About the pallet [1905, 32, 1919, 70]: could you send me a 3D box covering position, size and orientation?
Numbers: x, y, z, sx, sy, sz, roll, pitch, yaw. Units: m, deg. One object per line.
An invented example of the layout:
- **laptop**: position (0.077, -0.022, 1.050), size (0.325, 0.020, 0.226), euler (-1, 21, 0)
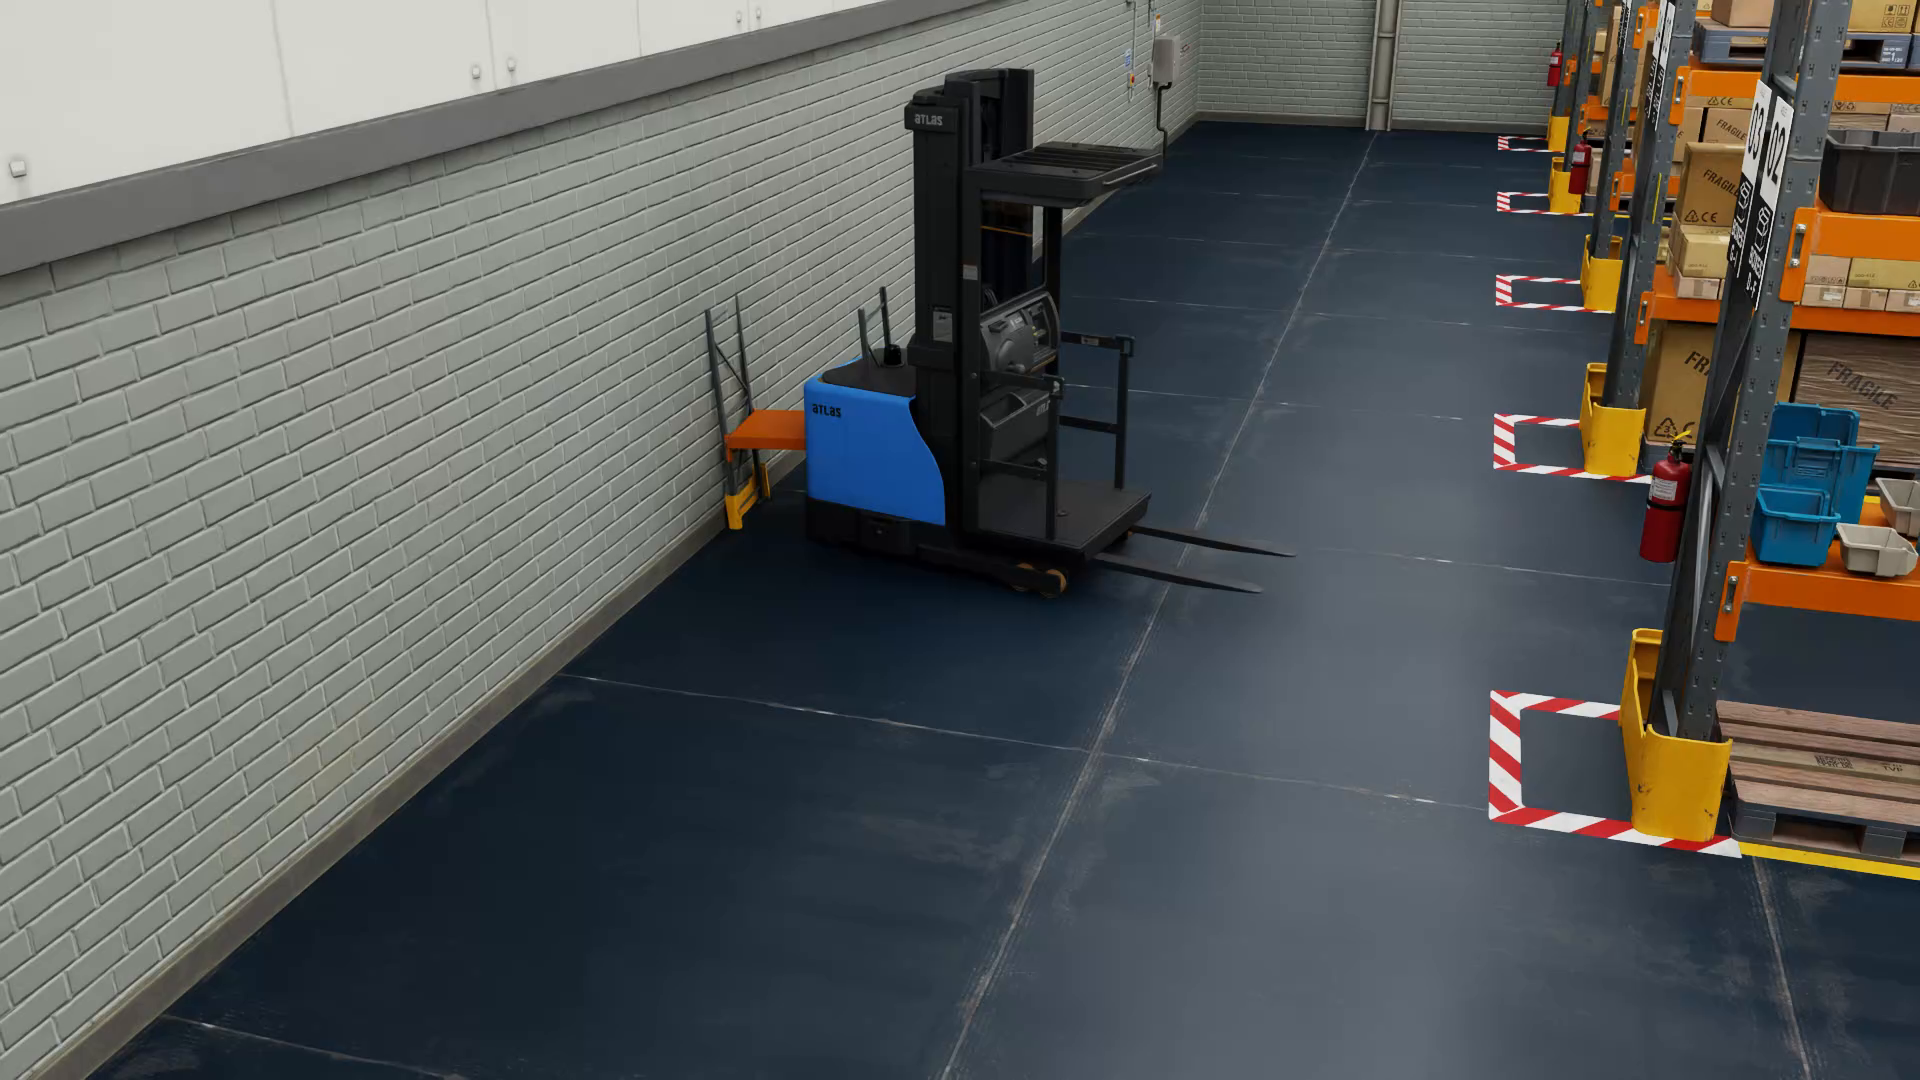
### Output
- **pallet**: position (6.726, -3.192, 10.765), size (1.213, 0.211, 1.003), euler (7, 23, 15)

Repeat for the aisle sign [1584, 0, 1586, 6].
- **aisle sign**: position (7.724, -6.980, 20.409), size (0.004, 0.787, 0.394), euler (7, 23, 16)

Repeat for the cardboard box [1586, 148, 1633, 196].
- **cardboard box**: position (8.364, -4.630, 20.927), size (0.875, 0.438, 0.875), euler (6, 23, 14)

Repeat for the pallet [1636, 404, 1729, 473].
- **pallet**: position (5.629, -0.707, 12.215), size (1.213, 0.211, 1.003), euler (7, 23, 16)

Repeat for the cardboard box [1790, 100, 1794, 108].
- **cardboard box**: position (7.700, -4.230, 15.288), size (0.500, 0.500, 0.500), euler (6, 23, 14)

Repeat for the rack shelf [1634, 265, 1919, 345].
- **rack shelf**: position (6.755, -1.504, 11.433), size (4.000, 0.370, 1.077), euler (7, 23, 16)

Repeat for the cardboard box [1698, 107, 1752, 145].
- **cardboard box**: position (7.240, -3.832, 15.636), size (0.500, 0.500, 0.500), euler (7, 23, 16)

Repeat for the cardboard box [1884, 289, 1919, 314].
- **cardboard box**: position (6.317, -1.641, 11.150), size (0.250, 0.149, 0.380), euler (6, 23, 15)

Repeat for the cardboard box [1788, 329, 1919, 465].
- **cardboard box**: position (6.348, -1.127, 11.811), size (0.875, 0.875, 0.875), euler (7, 23, 16)

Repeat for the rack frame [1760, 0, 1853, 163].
- **rack frame**: position (3.410, -3.032, 6.305), size (0.127, 3.000, 1.000), euler (7, 23, 16)

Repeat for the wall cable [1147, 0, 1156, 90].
- **wall cable**: position (2.697, -7.253, 23.161), size (0.122, 1.984, 0.588), euler (7, 23, 16)

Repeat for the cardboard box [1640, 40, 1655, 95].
- **cardboard box**: position (6.880, -4.534, 16.030), size (0.500, 0.500, 0.500), euler (6, 23, 14)

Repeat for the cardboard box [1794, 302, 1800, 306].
- **cardboard box**: position (5.576, -1.726, 11.356), size (0.250, 0.149, 0.380), euler (6, 23, 14)

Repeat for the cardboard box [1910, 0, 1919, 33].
- **cardboard box**: position (6.367, -3.549, 10.700), size (0.500, 0.500, 0.700), euler (5, 23, 12)

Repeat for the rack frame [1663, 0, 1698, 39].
- **rack frame**: position (4.841, -4.832, 10.692), size (0.127, 3.000, 1.000), euler (7, 23, 16)

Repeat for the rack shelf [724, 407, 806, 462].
- **rack shelf**: position (-0.967, -0.679, 10.841), size (1.000, 0.185, 0.538), euler (2, 25, 15)

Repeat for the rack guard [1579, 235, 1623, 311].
- **rack guard**: position (6.443, -2.682, 16.651), size (0.348, 0.500, 1.175), euler (7, 23, 16)

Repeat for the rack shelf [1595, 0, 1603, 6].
- **rack shelf**: position (9.618, -6.493, 19.641), size (4.000, 0.370, 1.077), euler (7, 23, 16)

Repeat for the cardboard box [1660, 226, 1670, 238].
- **cardboard box**: position (6.950, -3.032, 16.628), size (0.250, 0.149, 0.380), euler (7, 23, 16)

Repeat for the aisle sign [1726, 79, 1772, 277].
- **aisle sign**: position (3.426, -1.574, 7.229), size (0.004, 0.787, 0.394), euler (7, 23, 16)

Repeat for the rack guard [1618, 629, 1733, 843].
- **rack guard**: position (3.383, 0.902, 7.913), size (0.348, 0.500, 1.175), euler (7, 23, 16)

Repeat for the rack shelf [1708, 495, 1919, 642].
- **rack shelf**: position (5.325, 0.295, 7.045), size (4.000, 0.370, 1.077), euler (7, 23, 16)

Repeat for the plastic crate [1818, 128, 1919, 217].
- **plastic crate**: position (3.698, -1.441, 6.549), size (0.590, 0.269, 0.497), euler (7, 23, 16)

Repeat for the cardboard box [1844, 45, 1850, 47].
- **cardboard box**: position (8.373, -4.368, 15.625), size (0.500, 0.500, 0.500), euler (6, 23, 14)

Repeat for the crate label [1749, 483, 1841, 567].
- **crate label**: position (3.551, -0.060, 7.106), size (0.303, 0.233, 0.416), euler (7, 23, 16)

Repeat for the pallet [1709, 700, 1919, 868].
- **pallet**: position (4.188, 1.138, 7.718), size (1.213, 0.211, 1.003), euler (7, 23, 16)

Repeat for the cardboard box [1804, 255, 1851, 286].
- **cardboard box**: position (5.722, -1.919, 11.302), size (0.500, 0.250, 0.500), euler (6, 23, 15)

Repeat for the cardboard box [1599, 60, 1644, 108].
- **cardboard box**: position (8.080, -5.546, 20.207), size (0.500, 0.500, 0.500), euler (6, 23, 15)

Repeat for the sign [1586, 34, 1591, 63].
- **sign**: position (7.537, -5.893, 19.939), size (0.005, 0.325, 0.100), euler (7, 23, 16)

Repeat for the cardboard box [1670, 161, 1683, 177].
- **cardboard box**: position (6.841, -3.564, 15.836), size (0.250, 0.149, 0.380), euler (7, 23, 17)

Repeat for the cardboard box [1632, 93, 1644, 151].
- **cardboard box**: position (6.875, -4.075, 16.229), size (0.500, 0.500, 0.500), euler (7, 23, 17)

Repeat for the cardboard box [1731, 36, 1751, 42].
- **cardboard box**: position (9.072, -5.902, 19.756), size (0.500, 0.500, 0.500), euler (6, 23, 15)

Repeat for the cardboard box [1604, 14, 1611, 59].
- **cardboard box**: position (8.234, -6.199, 20.482), size (0.500, 0.500, 0.500), euler (7, 23, 17)

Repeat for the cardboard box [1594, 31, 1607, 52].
- **cardboard box**: position (9.490, -7.381, 24.618), size (0.500, 0.250, 0.500), euler (7, 23, 16)

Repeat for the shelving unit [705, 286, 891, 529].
- **shelving unit**: position (-0.990, -0.843, 10.769), size (1.083, 1.500, 0.587), euler (2, 25, 15)

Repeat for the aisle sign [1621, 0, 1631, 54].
- **aisle sign**: position (6.214, -4.949, 15.457), size (0.004, 0.787, 0.394), euler (7, 23, 16)

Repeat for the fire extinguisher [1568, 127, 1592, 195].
- **fire extinguisher**: position (6.262, -3.834, 16.758), size (0.183, 0.674, 0.296), euler (7, 23, 16)

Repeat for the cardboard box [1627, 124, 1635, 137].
- **cardboard box**: position (10.087, -6.174, 25.072), size (0.250, 0.149, 0.380), euler (6, 23, 13)

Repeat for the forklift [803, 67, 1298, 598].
- **forklift**: position (0.546, -1.241, 9.933), size (3.031, 2.935, 1.130), euler (12, 25, 27)
